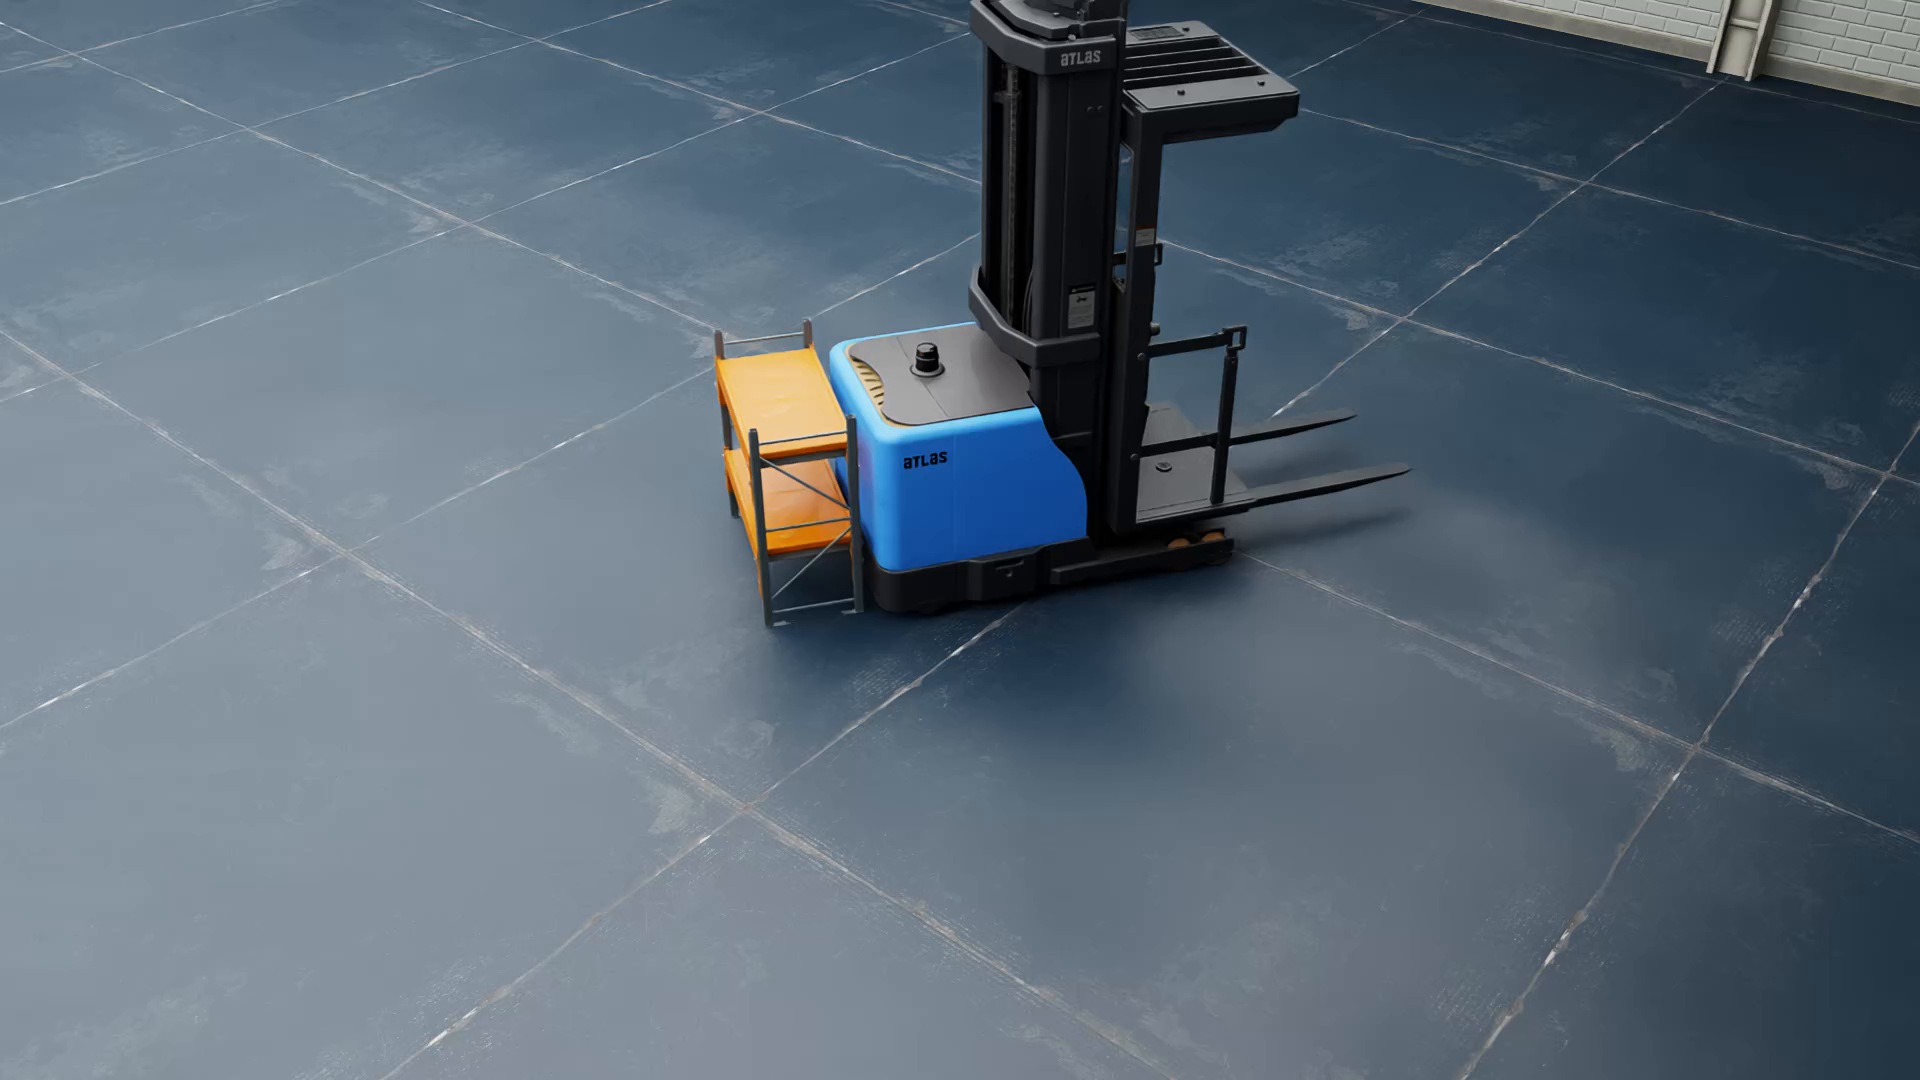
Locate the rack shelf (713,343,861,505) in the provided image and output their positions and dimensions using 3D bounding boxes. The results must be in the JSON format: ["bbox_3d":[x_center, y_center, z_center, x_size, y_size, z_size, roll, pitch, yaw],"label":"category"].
[{"bbox_3d":[-0.863,-0.590,8.181,0.538,0.278,1.000,-9,36,-13],"label":"rack shelf"}]

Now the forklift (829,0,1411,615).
[{"bbox_3d":[0.903,-1.322,8.169,3.031,2.935,1.130,-10,36,-15],"label":"forklift"}]

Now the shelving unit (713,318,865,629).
[{"bbox_3d":[-0.862,-0.349,8.347,0.538,1.125,1.048,-9,36,-13],"label":"shelving unit"}]

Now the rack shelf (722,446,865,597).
[{"bbox_3d":[-0.862,-0.148,8.485,0.538,0.278,1.000,-9,36,-13],"label":"rack shelf"}]

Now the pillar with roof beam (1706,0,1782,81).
[{"bbox_3d":[4.209,-6.044,9.684,0.400,9.000,9.100,25,42,32],"label":"pillar with roof beam"}]

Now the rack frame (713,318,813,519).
[{"bbox_3d":[-1.001,-0.626,8.750,0.500,1.125,0.032,-9,36,-13],"label":"rack frame"}]

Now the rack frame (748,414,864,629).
[{"bbox_3d":[-0.724,-0.072,7.944,0.500,1.125,0.032,-9,36,-13],"label":"rack frame"}]
